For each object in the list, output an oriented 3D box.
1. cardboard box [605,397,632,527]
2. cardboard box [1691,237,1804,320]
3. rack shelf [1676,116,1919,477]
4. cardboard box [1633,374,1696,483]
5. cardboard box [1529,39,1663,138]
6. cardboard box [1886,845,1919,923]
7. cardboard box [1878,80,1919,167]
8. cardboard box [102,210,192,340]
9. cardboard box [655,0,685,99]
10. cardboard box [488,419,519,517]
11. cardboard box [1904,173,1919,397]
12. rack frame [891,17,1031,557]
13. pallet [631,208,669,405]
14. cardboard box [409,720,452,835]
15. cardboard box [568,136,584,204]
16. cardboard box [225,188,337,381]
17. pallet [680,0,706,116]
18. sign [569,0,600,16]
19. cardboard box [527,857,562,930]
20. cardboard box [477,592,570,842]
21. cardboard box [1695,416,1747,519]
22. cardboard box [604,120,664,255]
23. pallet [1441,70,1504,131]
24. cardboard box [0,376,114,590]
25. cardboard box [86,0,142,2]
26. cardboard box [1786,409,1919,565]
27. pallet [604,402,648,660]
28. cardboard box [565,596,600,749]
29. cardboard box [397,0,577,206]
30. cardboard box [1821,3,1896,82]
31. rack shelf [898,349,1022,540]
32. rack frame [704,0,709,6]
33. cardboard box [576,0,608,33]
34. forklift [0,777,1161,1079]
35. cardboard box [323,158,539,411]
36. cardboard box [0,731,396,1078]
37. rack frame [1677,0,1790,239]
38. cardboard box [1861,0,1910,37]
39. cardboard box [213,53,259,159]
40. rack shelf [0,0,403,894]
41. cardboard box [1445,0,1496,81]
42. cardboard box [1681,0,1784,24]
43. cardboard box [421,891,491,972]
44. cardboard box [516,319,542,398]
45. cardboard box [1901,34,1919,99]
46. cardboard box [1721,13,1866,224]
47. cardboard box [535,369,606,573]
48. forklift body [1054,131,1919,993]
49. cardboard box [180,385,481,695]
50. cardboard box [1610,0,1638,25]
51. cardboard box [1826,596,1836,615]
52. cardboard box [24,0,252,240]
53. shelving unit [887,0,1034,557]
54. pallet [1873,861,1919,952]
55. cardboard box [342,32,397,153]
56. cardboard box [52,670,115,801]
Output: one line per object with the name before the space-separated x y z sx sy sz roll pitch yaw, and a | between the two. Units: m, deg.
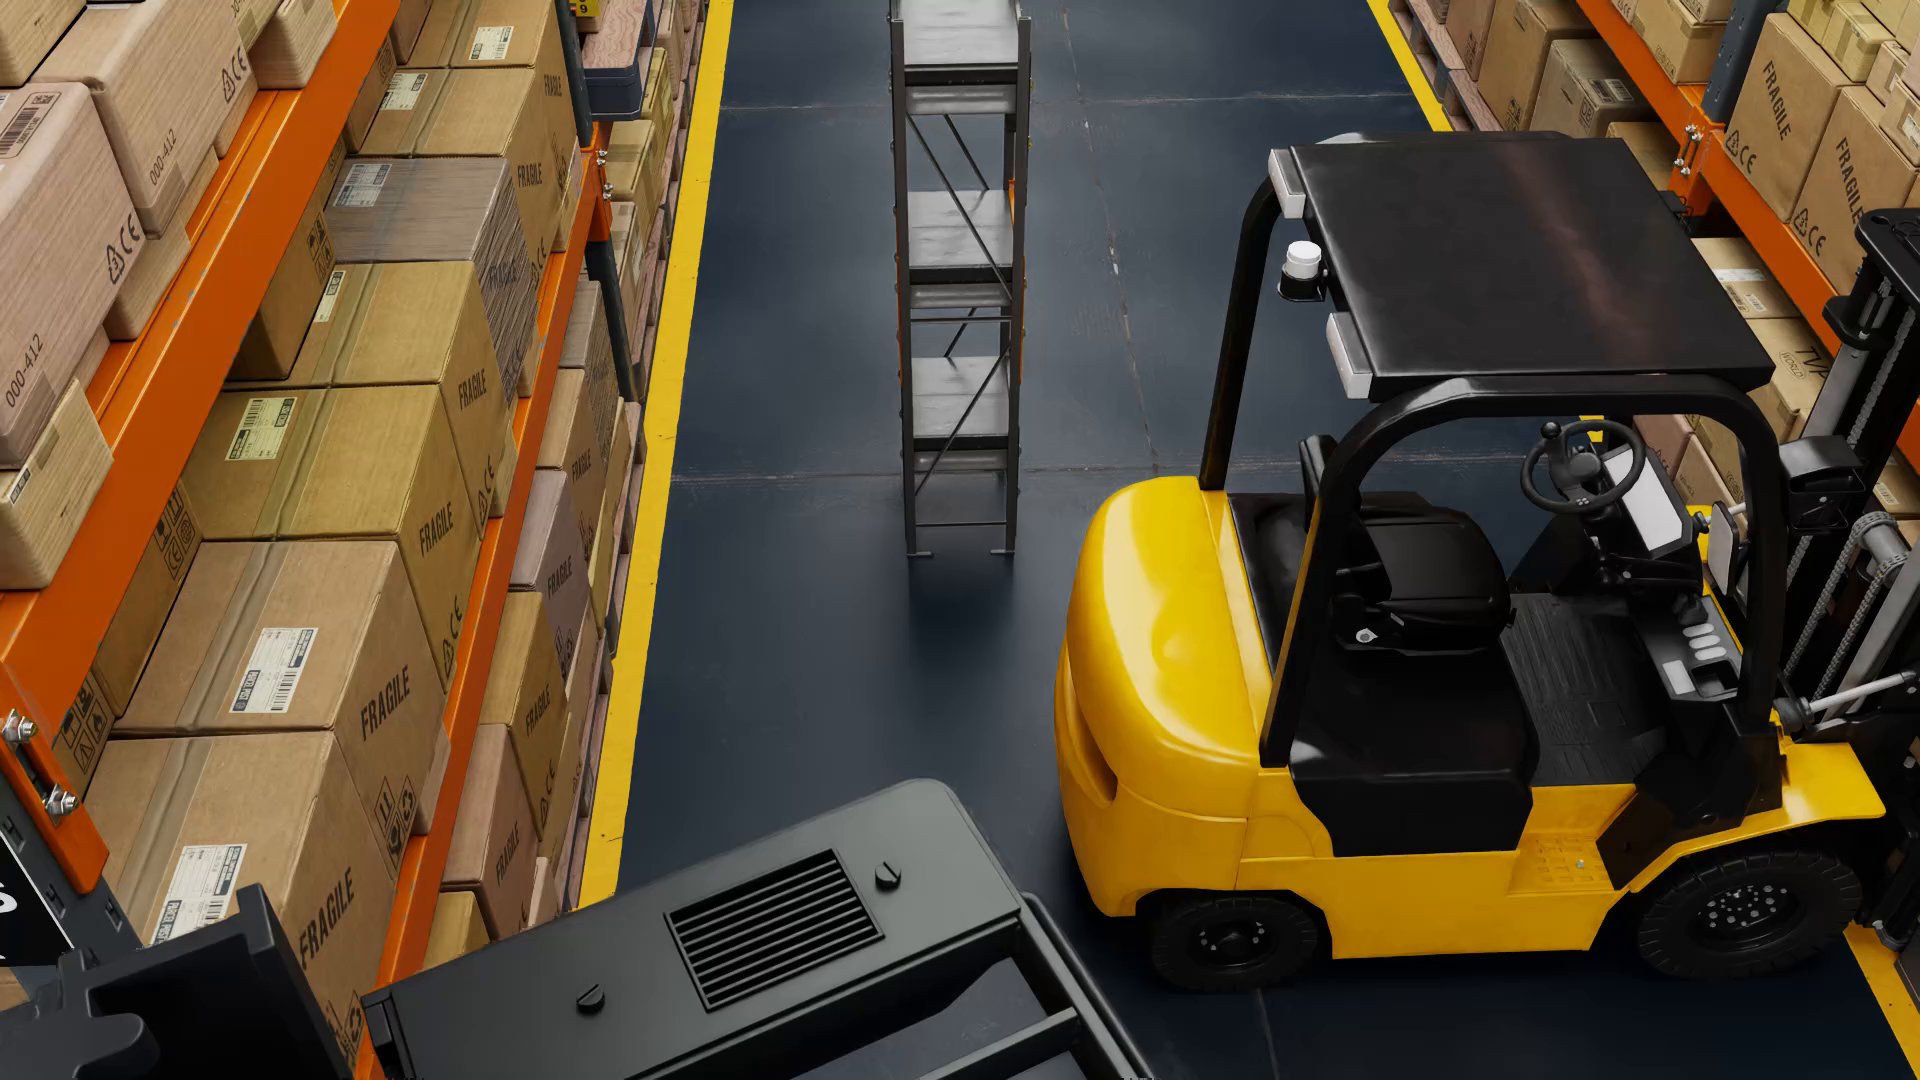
cardboard box | -1.496 -0.274 6.053 0.500 0.250 0.500 0 43 0
cardboard box | 2.877 -0.843 5.934 0.500 0.250 0.500 -2 43 -2
rack shelf | 3.255 -0.054 4.621 1.077 0.370 4.000 -2 43 -2
cardboard box | 2.859 -0.474 6.271 0.500 0.250 0.500 -1 43 -1
cardboard box | 3.111 -1.824 7.467 0.875 0.625 0.625 -2 43 -2
cardboard box | 2.980 0.908 4.763 0.500 0.250 0.500 -1 43 -1
cardboard box | 2.908 -1.204 4.789 0.380 0.149 0.250 -1 43 -1
cardboard box | -1.387 -0.425 2.459 0.380 0.149 0.250 -1 43 -1
cardboard box | -1.906 -2.531 8.425 0.950 0.372 0.625 -2 43 -3
cardboard box | -1.397 -0.191 4.424 0.380 0.149 0.250 -1 43 -1
cardboard box | 2.989 -0.706 4.726 0.500 0.500 0.500 -2 43 -2
rack frame | 0.003 -0.721 5.483 0.400 2.100 0.015 -2 43 -2
pallet | -1.824 -1.022 7.208 1.003 0.211 1.213 -2 43 -2
cardboard box | -1.347 0.510 3.660 0.380 0.149 0.250 -1 43 -1
cardboard box | -1.471 -1.223 5.550 0.380 0.149 0.250 -2 43 -2
cardboard box | -1.880 -0.701 3.761 0.700 0.500 0.500 -2 43 -2
pallet | -1.928 -2.669 9.005 1.003 0.211 1.213 -2 43 -2
sign | -1.248 -1.864 5.423 0.100 0.325 0.005 -2 43 -2
cardboard box | -1.392 1.138 4.513 0.500 0.250 0.500 0 43 0
cardboard box | -1.419 0.499 4.655 0.500 0.500 0.500 -1 43 -1
cardboard box | 2.905 -0.319 5.732 0.500 0.250 0.500 -2 43 -2
cardboard box | -1.848 -1.549 7.354 0.950 0.372 0.625 1 43 1
pallet | 3.045 -1.963 8.235 1.003 0.211 1.213 -2 43 -2
cardboard box | -1.309 -0.070 2.072 0.380 0.149 0.250 -2 43 -2
cardboard box | -1.343 -0.888 2.375 0.380 0.149 0.250 -2 43 -2
cardboard box | 2.921 -0.162 5.191 0.500 0.250 0.500 0 43 0
pallet | -1.726 -0.044 6.141 1.003 0.211 1.213 -2 43 -2
cardboard box | -1.446 0.429 5.286 0.500 0.250 0.500 -1 43 -1
cardboard box | -1.522 -1.378 5.239 0.500 0.500 0.500 -3 43 -3
cardboard box | 2.933 -1.547 5.164 0.380 0.149 0.250 -1 43 -1
rack shelf | -0.007 -0.360 6.145 0.431 0.518 0.480 -2 43 -2
rack frame | -1.959 -4.224 8.639 1.000 3.000 0.127 -2 43 -2
cardboard box | -1.497 -1.968 6.053 0.380 0.149 0.250 -1 43 -1
forklift | -0.192 1.526 2.416 3.031 2.935 1.130 -19 46 -20
cardboard box | -1.467 -0.680 4.478 0.500 0.500 0.500 -1 43 -1
cardboard box | -1.363 0.702 2.970 0.500 0.500 0.500 -2 43 -2
rack frame | 3.170 -1.669 5.851 1.000 3.000 0.127 -2 43 -2
cardboard box | 3.006 -1.657 5.064 0.380 0.149 0.250 -1 43 -1
cardboard box | -1.437 -0.770 2.836 0.380 0.149 0.250 -3 43 -3
rack shelf | -1.704 -1.014 3.449 1.077 0.370 4.000 -2 43 -2
cardboard box | 3.048 -2.786 8.517 0.875 0.625 0.625 0 43 0
cardboard box | 2.893 -2.122 6.086 0.500 0.250 0.500 -2 43 -3
cardboard box | -1.379 1.190 3.901 0.500 0.500 0.500 -3 43 -3
cardboard box | -1.425 -0.537 4.802 0.380 0.149 0.250 -2 43 -2
cardboard box | 2.916 -1.308 4.683 0.380 0.149 0.250 -1 43 -1
cardboard box | 2.928 -1.399 5.482 0.500 0.500 0.500 -3 43 -3
cardboard box | -1.473 -0.207 5.425 0.500 0.500 0.500 -1 43 -1
forklift body | 1.436 0.117 4.531 2.313 2.155 1.214 -2 43 -2
cardboard box | -1.411 0.009 3.727 0.500 0.500 0.500 -2 43 -3
cardboard box | 2.860 -2.286 6.635 0.500 0.250 0.500 -2 43 -2
cardboard box | 2.935 0.362 4.990 0.500 0.250 0.500 -2 43 -2
cardboard box | -1.386 -0.671 2.433 0.500 0.250 0.500 -2 43 -2
shelving unit | -0.007 -0.886 5.662 0.431 2.100 0.503 -2 43 -2
pallet | 3.216 0.723 5.305 1.003 0.211 1.213 -2 43 -2
cardboard box | -1.988 -1.390 4.513 0.700 0.500 0.500 -1 43 -2
cardboard box | -1.859 0.323 2.644 0.700 0.500 0.500 -3 43 -3
